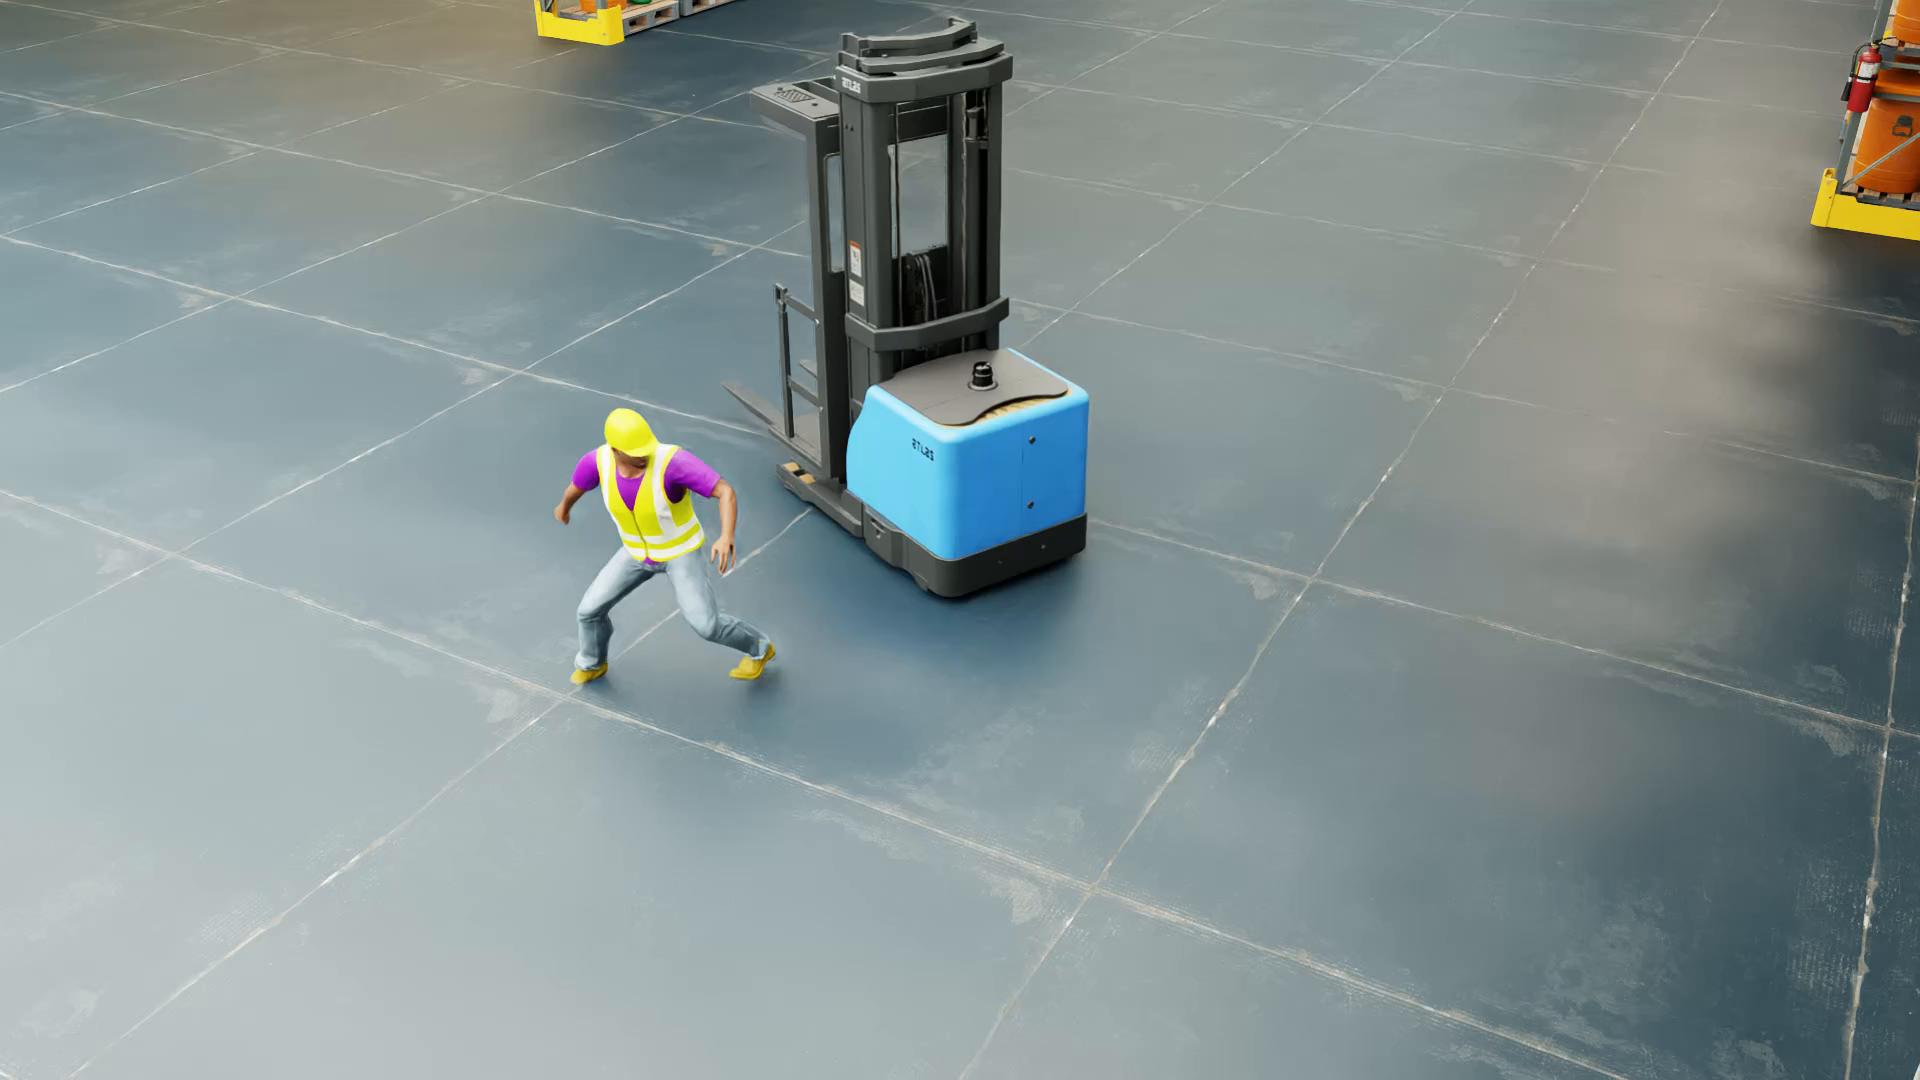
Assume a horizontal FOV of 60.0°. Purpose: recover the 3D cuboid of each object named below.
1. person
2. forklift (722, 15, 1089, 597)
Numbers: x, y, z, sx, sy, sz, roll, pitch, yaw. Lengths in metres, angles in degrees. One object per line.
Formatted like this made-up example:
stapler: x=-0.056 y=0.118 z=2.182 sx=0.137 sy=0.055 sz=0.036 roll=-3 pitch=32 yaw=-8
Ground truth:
person: x=-1.604 y=0.060 z=8.379 sx=1.223 sy=1.686 sz=0.551 roll=11 pitch=32 yaw=18
forklift: x=-0.507 y=-1.638 z=9.908 sx=1.130 sy=2.935 sz=3.031 roll=-19 pitch=35 yaw=-29
